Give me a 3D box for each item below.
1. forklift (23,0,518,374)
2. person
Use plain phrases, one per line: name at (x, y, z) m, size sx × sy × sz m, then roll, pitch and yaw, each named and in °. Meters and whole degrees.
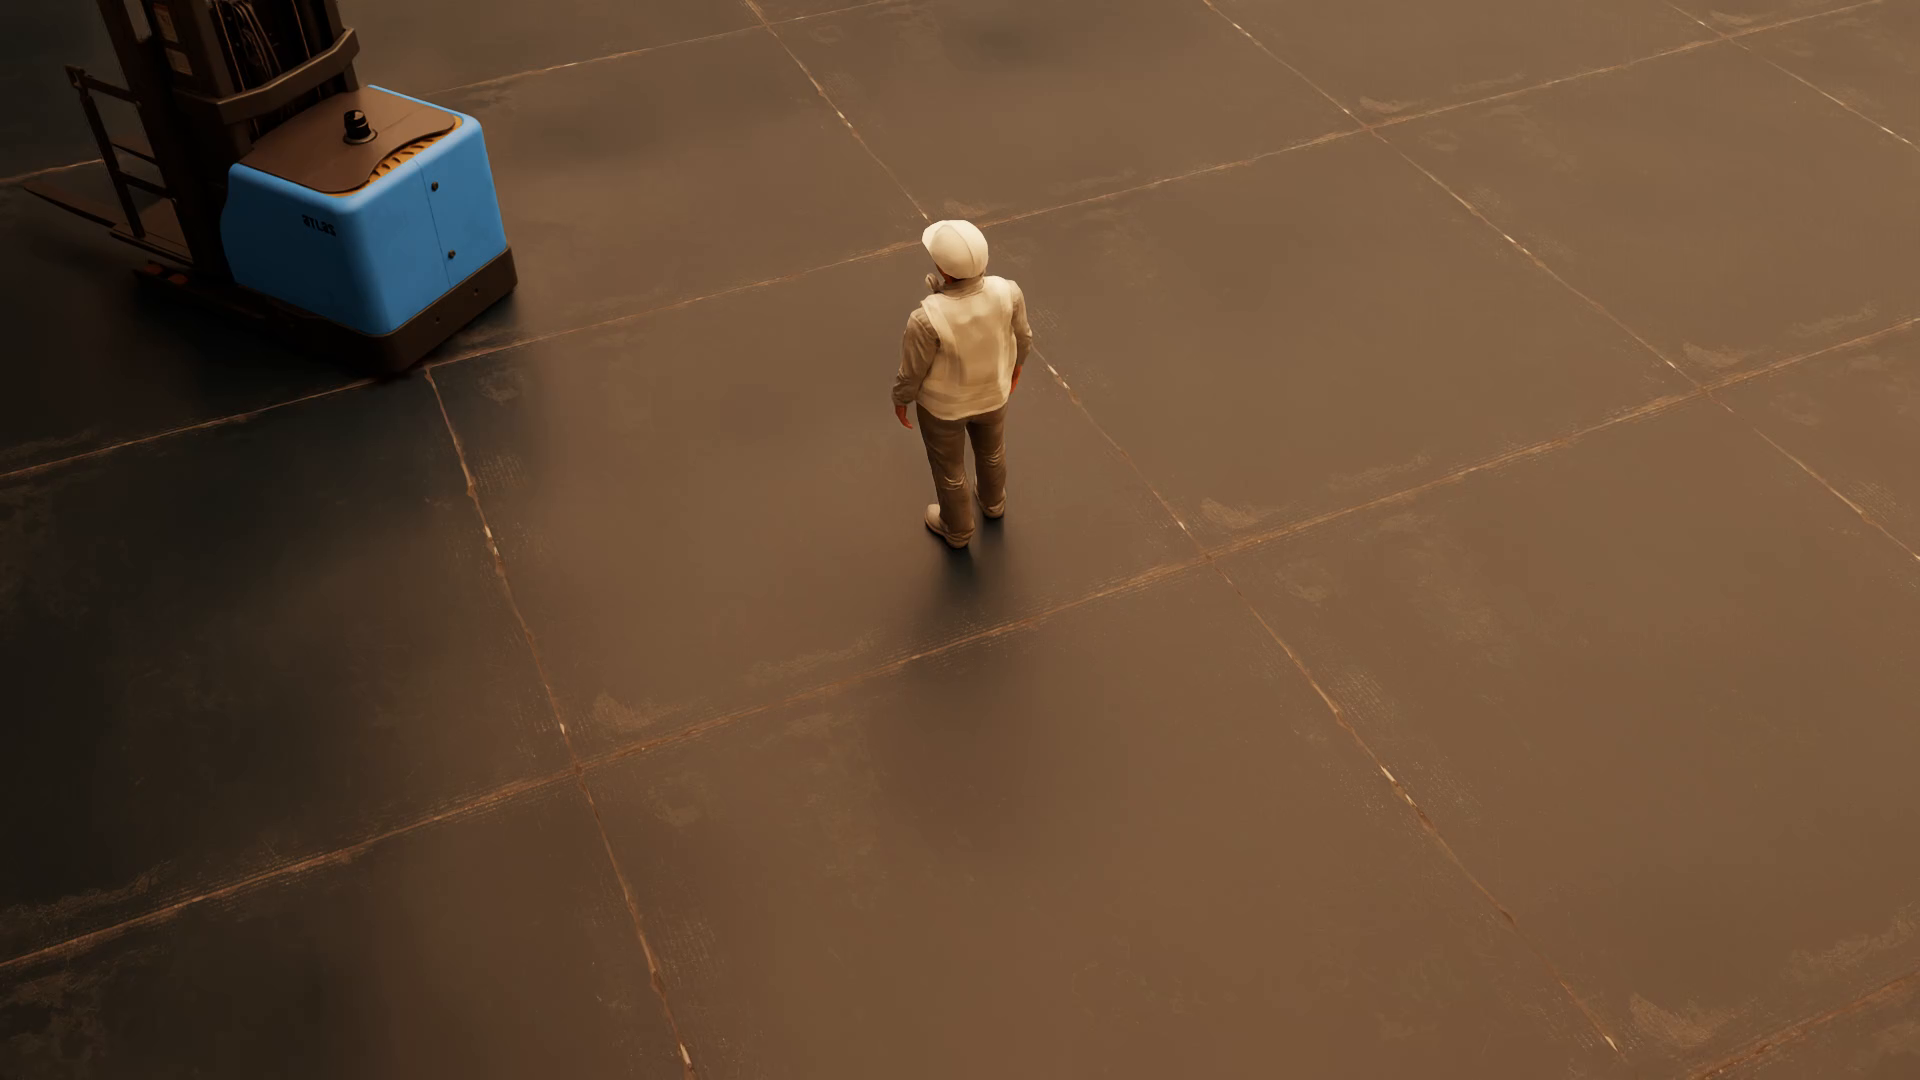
forklift at (-4.001, -2.672, 8.544) m, size 3.031 × 2.935 × 1.130 m, roll 21°, pitch 47°, yaw 21°
person at (-0.020, -0.695, 7.262) m, size 0.634 × 1.775 × 0.566 m, roll -18°, pitch 46°, yaw -18°
